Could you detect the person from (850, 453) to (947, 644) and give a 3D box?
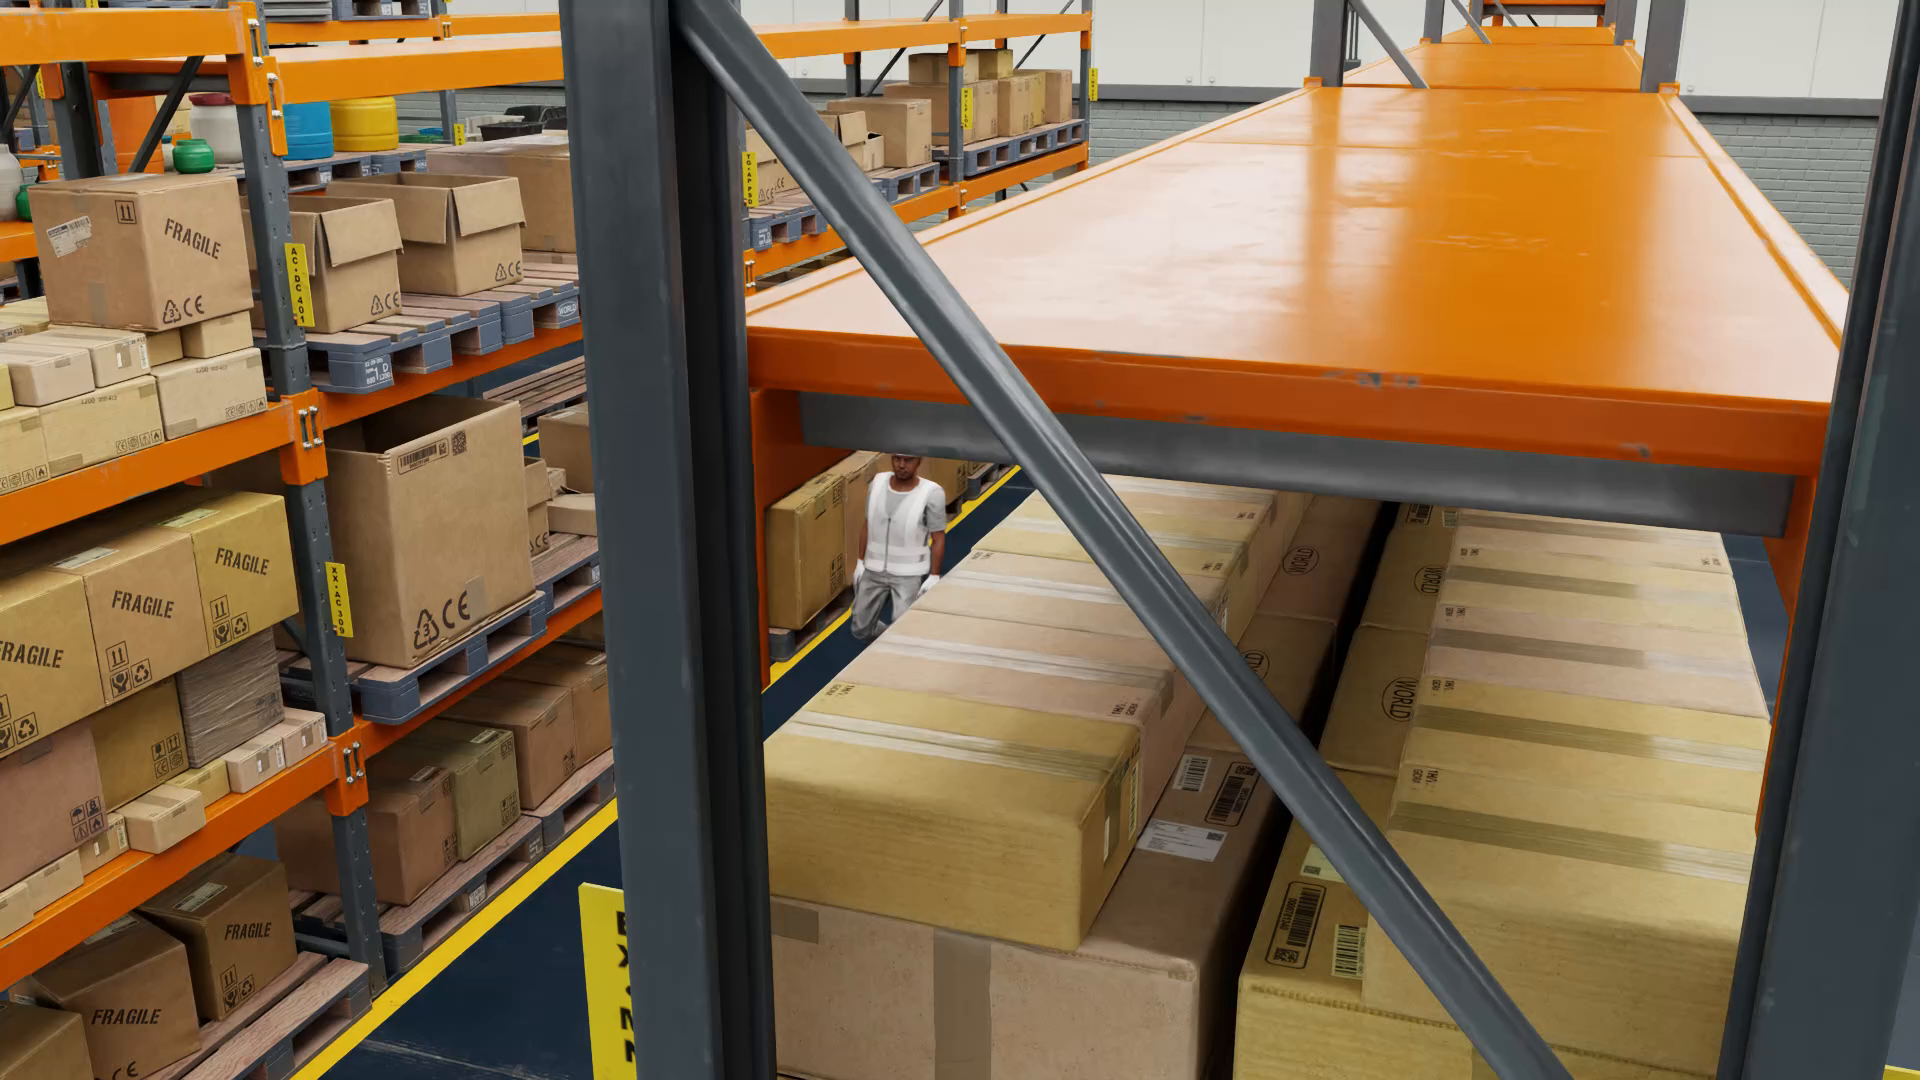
[{"bbox_3d":[-0.410,0.213,10.323,0.604,1.771,0.713,9,20,24],"label":"person"}]
